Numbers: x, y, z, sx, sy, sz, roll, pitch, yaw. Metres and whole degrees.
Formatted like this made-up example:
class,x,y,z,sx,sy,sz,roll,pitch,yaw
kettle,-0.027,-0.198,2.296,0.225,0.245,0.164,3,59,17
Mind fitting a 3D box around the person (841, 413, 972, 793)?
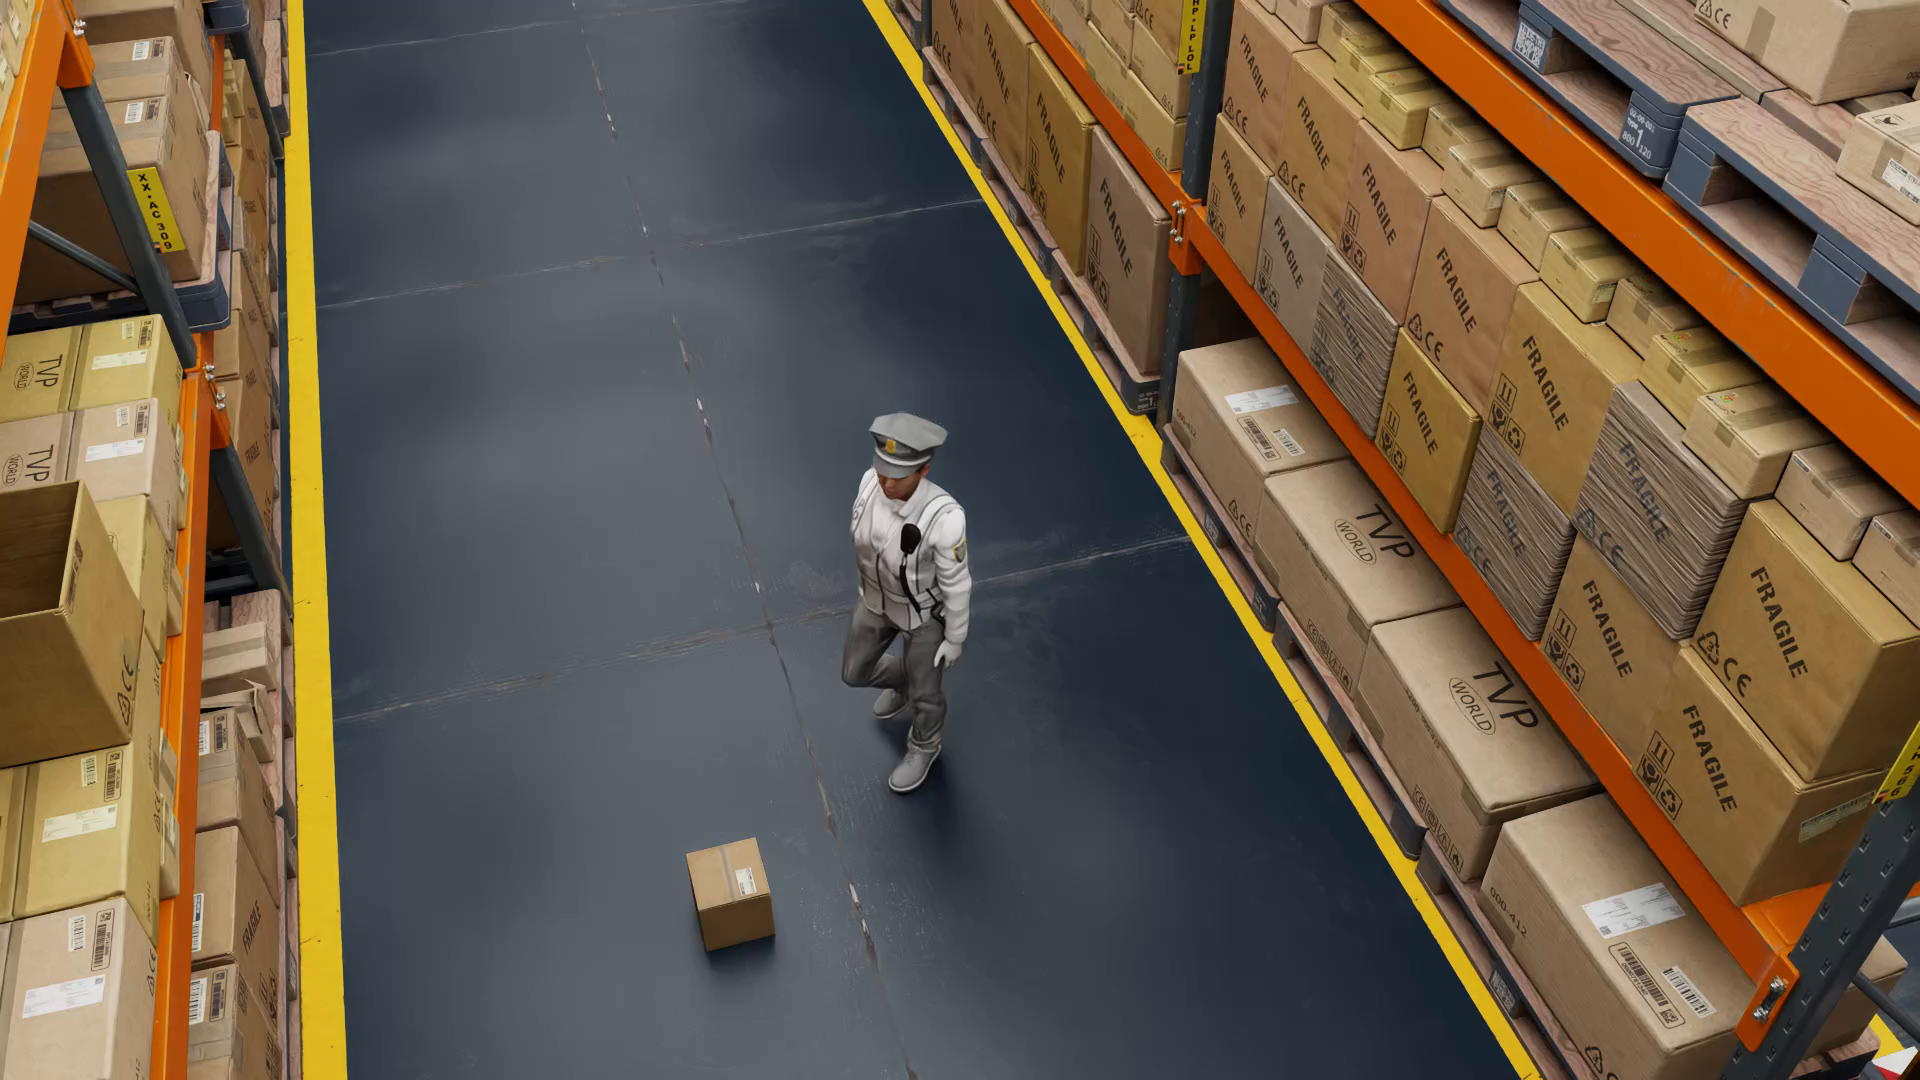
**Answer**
class,x,y,z,sx,sy,sz,roll,pitch,yaw
person,-0.158,0.215,5.903,0.523,1.683,0.440,29,50,28
